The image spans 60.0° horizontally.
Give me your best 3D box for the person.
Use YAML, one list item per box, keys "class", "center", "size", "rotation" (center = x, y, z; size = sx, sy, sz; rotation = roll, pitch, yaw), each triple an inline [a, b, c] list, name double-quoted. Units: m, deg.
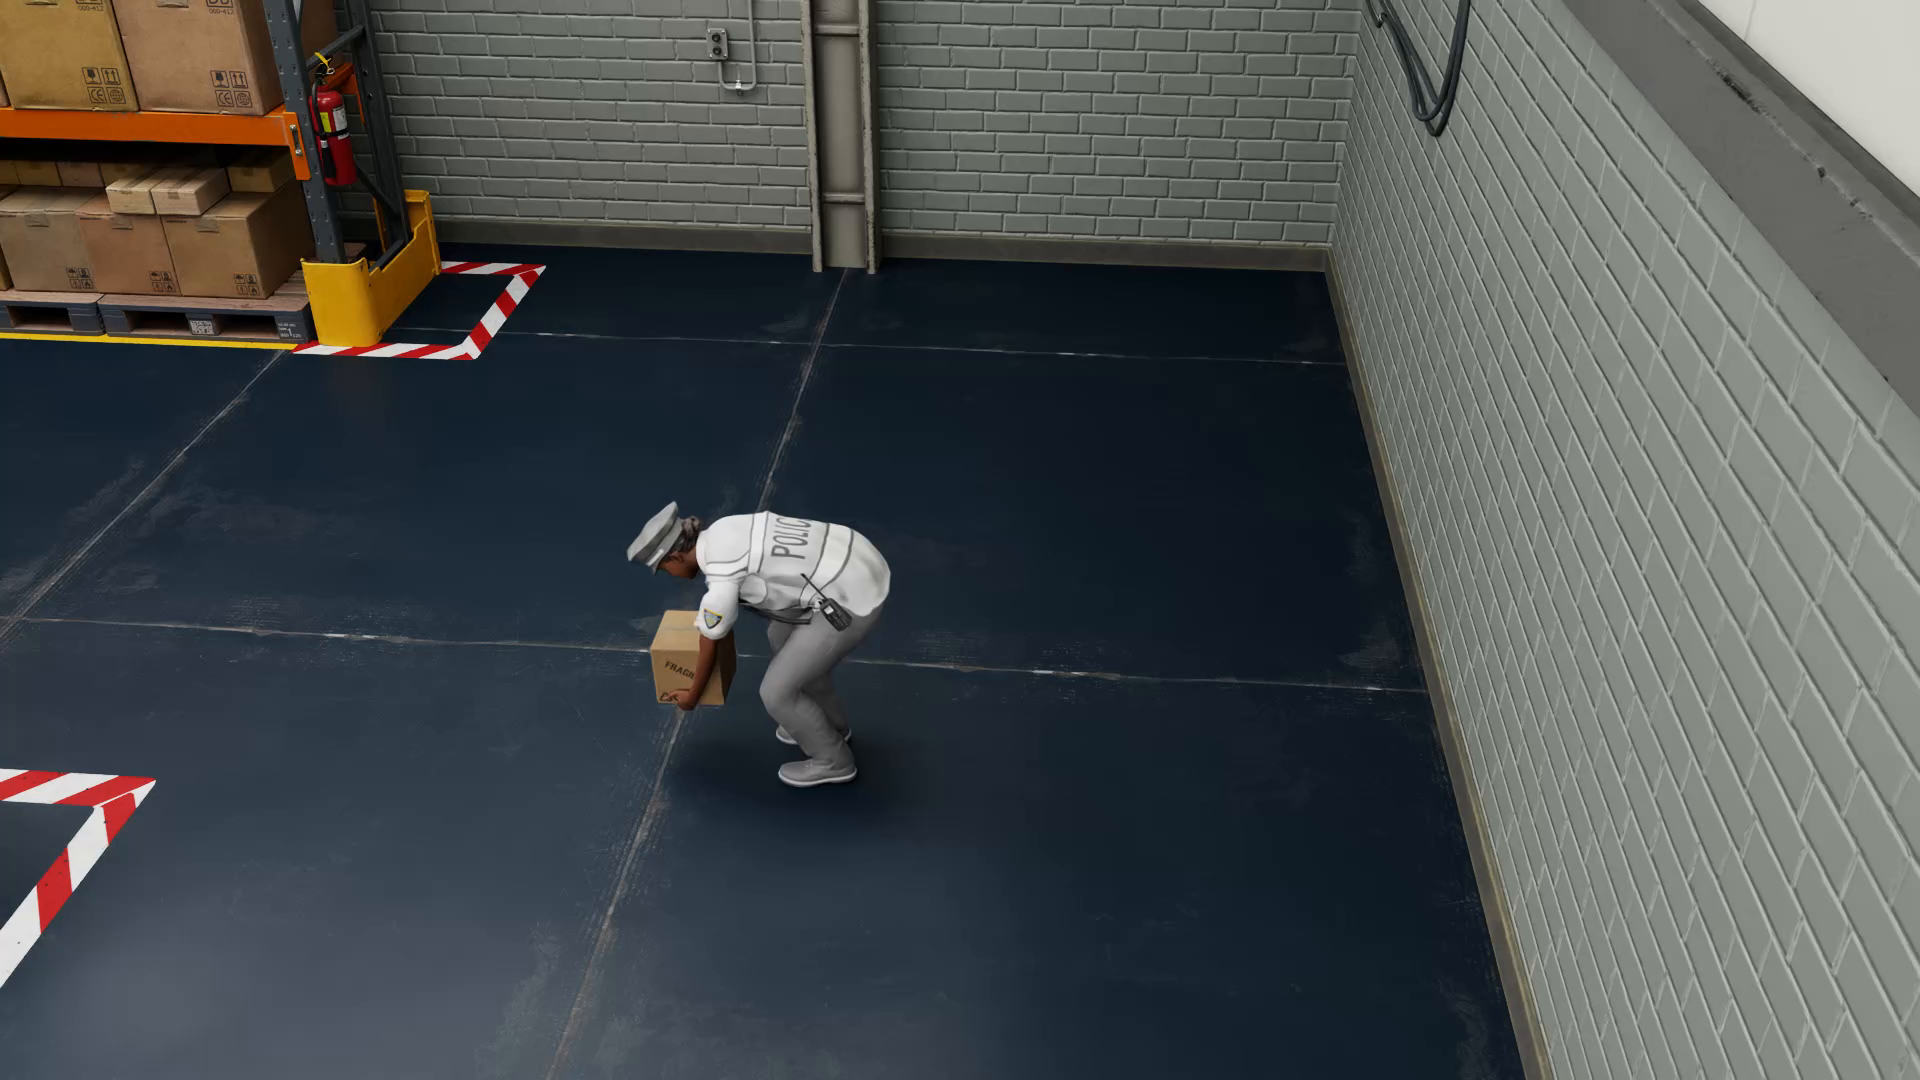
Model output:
- class: "person"
  center: [-0.714, 0.365, 6.088]
  size: [0.931, 1.101, 0.449]
  rotation: [1, 32, 2]
